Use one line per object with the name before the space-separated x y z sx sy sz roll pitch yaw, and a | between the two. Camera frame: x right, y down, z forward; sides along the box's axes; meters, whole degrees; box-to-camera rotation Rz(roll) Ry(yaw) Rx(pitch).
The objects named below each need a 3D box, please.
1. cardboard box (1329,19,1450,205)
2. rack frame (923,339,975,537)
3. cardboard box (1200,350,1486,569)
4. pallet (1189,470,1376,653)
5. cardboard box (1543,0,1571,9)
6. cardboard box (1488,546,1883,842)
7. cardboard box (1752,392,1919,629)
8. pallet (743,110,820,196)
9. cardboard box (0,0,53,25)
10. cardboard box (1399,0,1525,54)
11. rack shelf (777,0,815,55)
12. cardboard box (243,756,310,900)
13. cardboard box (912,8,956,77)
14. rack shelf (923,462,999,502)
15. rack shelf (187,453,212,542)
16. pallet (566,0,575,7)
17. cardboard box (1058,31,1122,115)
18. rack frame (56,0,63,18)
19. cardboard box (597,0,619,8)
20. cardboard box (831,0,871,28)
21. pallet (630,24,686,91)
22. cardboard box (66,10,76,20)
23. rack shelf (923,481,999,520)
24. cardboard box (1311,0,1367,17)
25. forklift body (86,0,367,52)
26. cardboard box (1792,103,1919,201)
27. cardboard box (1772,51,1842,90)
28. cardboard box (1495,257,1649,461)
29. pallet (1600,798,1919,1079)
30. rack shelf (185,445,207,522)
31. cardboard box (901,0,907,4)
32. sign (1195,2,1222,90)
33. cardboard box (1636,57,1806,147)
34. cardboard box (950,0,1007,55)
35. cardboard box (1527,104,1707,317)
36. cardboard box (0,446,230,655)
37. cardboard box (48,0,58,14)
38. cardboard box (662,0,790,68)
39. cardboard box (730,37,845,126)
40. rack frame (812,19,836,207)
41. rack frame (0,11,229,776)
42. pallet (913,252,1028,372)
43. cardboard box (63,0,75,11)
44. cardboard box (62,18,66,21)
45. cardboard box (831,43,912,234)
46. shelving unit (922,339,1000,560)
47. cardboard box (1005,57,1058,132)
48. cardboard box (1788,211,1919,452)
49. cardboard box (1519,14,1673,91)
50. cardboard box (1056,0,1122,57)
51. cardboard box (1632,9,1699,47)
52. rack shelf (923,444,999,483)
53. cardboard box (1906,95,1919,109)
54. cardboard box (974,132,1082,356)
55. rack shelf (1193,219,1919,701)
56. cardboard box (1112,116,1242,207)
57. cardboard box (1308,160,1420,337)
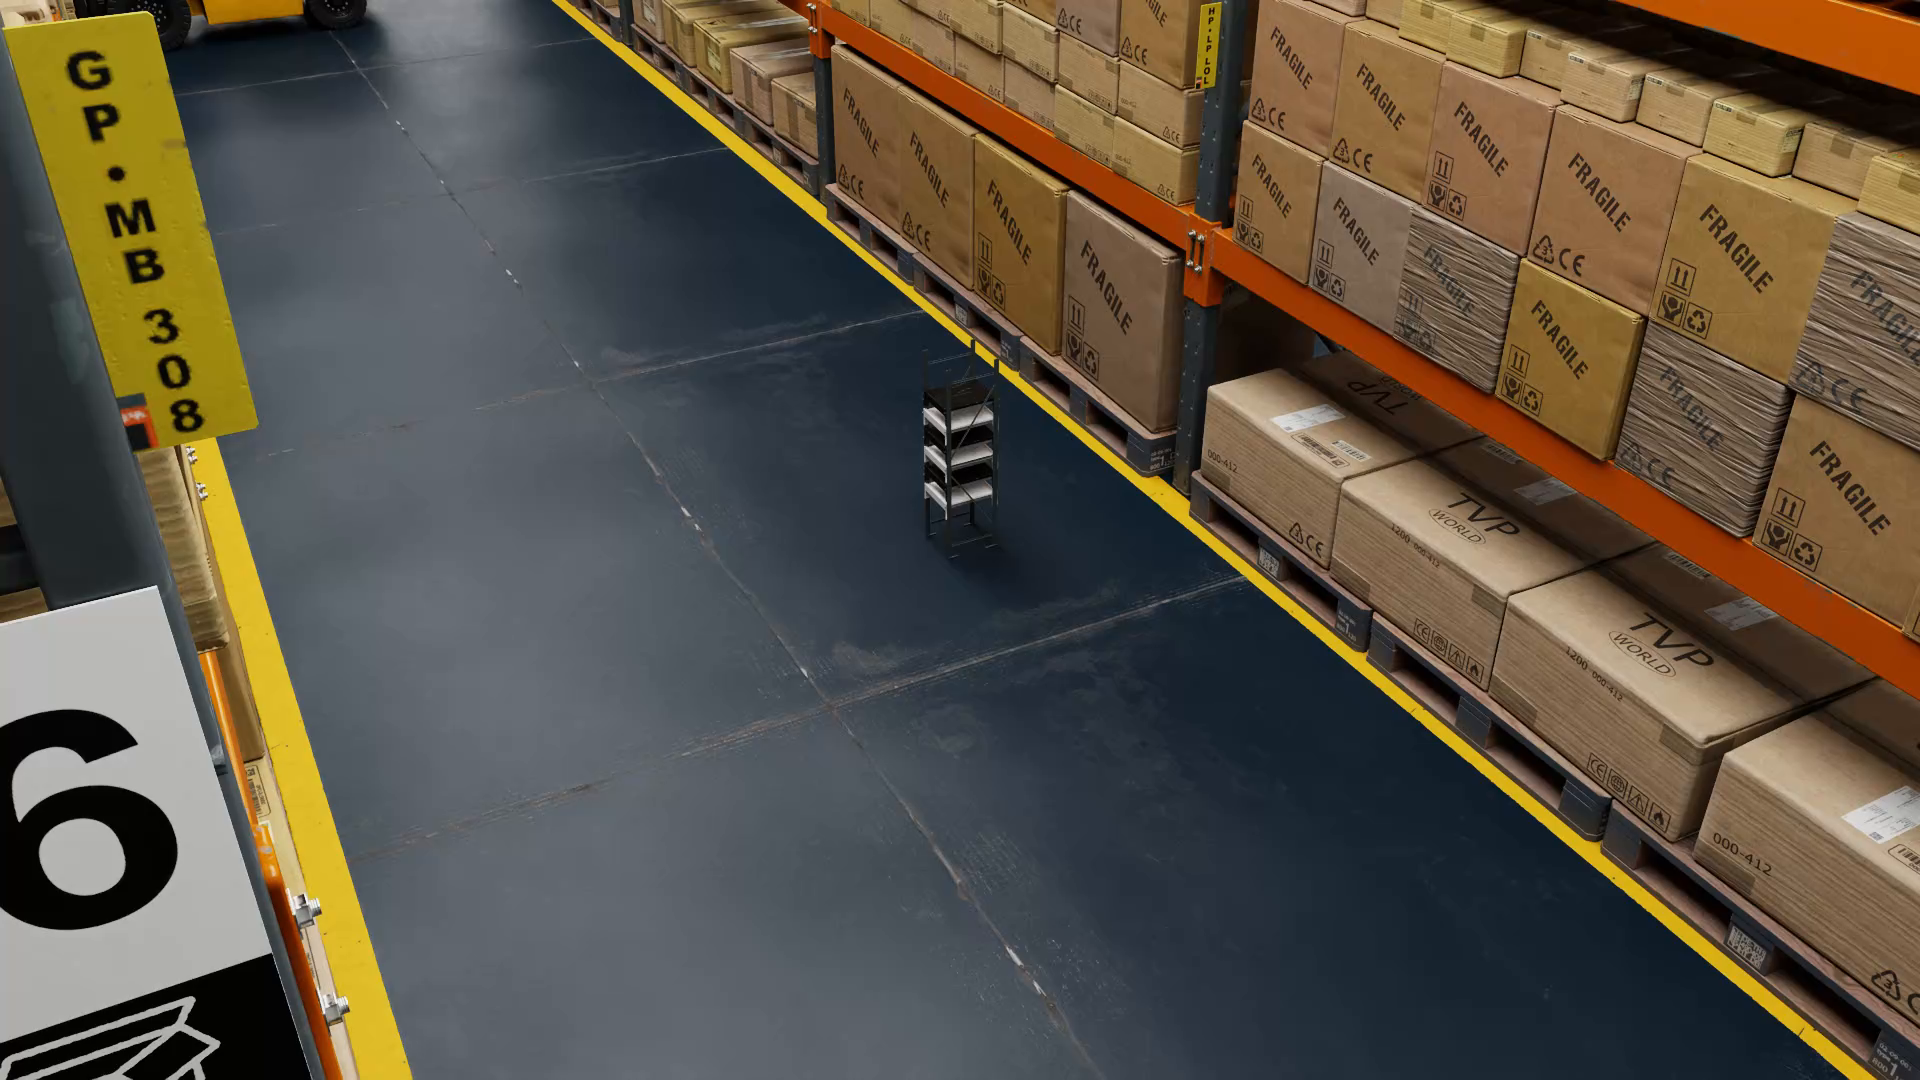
cardboard box | 1.681 -1.539 5.852 0.500 0.500 0.500 -16 36 -24
rack frame | -0.044 -0.424 7.077 0.240 0.900 0.006 -16 36 -23
cardboard box | 1.641 -0.378 7.045 0.875 0.438 0.875 -16 36 -24
pallet | 1.729 -0.050 7.132 1.003 0.211 1.213 -16 36 -23
cardboard box | 2.137 -1.885 5.791 0.380 0.149 0.250 -16 36 -23
cardboard box | 2.478 0.480 5.706 0.875 0.438 0.875 -15 36 -22
cardboard box | 2.629 -0.147 4.605 0.500 0.500 0.500 -17 36 -24
pallet | -0.785 -2.714 11.291 1.003 0.211 1.213 -16 36 -23
cardboard box | -1.286 -0.505 1.877 0.500 0.250 0.500 -16 36 -23
cardboard box | 1.713 -1.763 5.600 0.380 0.149 0.250 -16 36 -23
rack shelf | -1.354 -4.167 11.640 1.077 0.370 4.000 -16 36 -23
cardboard box | -1.529 0.725 3.201 0.500 0.250 0.500 -17 36 -24
cardboard box | 0.079 -2.663 8.765 0.500 0.250 0.500 -15 35 -22
rack shelf | 0.004 -0.271 7.068 0.258 0.077 0.200 -16 36 -23
rack shelf | -2.013 0.901 3.730 1.077 0.370 4.000 -16 36 -23
pallet | -3.204 -5.145 15.084 1.003 0.211 1.213 -16 36 -23
cardboard box | 0.783 -2.140 7.485 0.500 0.250 0.500 -15 36 -22
rack frame | -4.811 -2.265 8.005 1.000 3.000 0.127 -16 36 -23
cardboard box | -2.800 -4.658 13.899 0.500 0.250 0.500 -14 35 -21
cardboard box | -0.416 -3.155 9.534 0.500 0.250 0.500 -17 36 -24
pallet | -1.922 -3.879 13.109 1.003 0.211 1.213 -16 36 -23
cardboard box | -6.628 -3.712 11.960 0.500 0.250 0.500 -16 36 -23
rack shelf | 0.004 -0.195 7.116 0.258 0.077 0.200 -16 36 -23
cardboard box | 1.495 -2.008 5.984 0.380 0.149 0.250 -15 36 -22
forklift body | -6.043 -5.279 13.497 2.313 2.155 1.214 -16 36 -23
cardboard box | 2.489 -1.045 4.480 0.380 0.149 0.250 -16 36 -24
cardboard box | 2.702 -1.423 5.070 0.380 0.149 0.250 -17 36 -24
cardboard box | 2.128 -0.633 5.364 0.500 0.500 0.500 -15 35 -22
pallet | 2.866 1.115 5.314 1.003 0.211 1.213 -16 36 -23
rack shelf | -3.878 -1.008 6.709 1.077 0.370 4.000 -16 36 -23
cardboard box | -0.164 -3.112 9.002 0.500 0.250 0.500 -15 36 -22
sign | 0.968 -1.919 6.466 0.100 0.325 0.005 -16 36 -23
cardboard box | 2.215 -1.280 4.846 0.380 0.149 0.250 -15 35 -22
cardboard box | 0.282 -2.625 8.243 0.500 0.250 0.500 -15 36 -22
cardboard box | 2.143 -1.050 5.089 0.500 0.500 0.500 -16 36 -23
cardboard box | -1.046 -0.053 1.635 0.500 0.250 0.500 -16 36 -24
cardboard box | -2.248 -1.269 3.532 0.500 0.250 0.500 -17 36 -25
cardboard box | -1.702 -3.903 12.608 0.950 0.372 0.625 -14 35 -20
cardboard box | -1.027 -3.208 11.523 0.950 0.372 0.625 -17 36 -24
rack frame | -0.422 -3.515 9.956 1.000 3.000 0.127 -16 36 -23
rack frame | -1.081 -0.973 0.427 1.000 3.000 0.127 -16 36 -23
pallet | 0.444 -1.365 9.184 1.003 0.211 1.213 -16 36 -23
cardboard box | -6.624 -3.924 11.827 0.500 0.250 0.500 -16 36 -24
cardboard box | -3.886 -1.753 6.720 0.797 0.503 0.637 -17 36 -24
cardboard box | -0.173 -2.447 9.869 0.875 0.875 0.875 -16 36 -24
shelving unit | 0.004 -0.375 7.001 0.258 0.900 0.210 -16 36 -23
cardboard box | 0.556 -2.183 8.016 0.500 0.250 0.500 -17 36 -24
cardboard box | 2.603 -0.573 4.344 0.500 0.500 0.500 -16 36 -23
cardboard box | 2.001 -1.530 5.236 0.380 0.149 0.250 -16 36 -23
cardboard box | 0.765 -2.465 7.297 0.500 0.500 0.500 -15 36 -22
cardboard box | 2.409 -1.650 5.424 0.380 0.149 0.250 -17 36 -24
rack shelf | 0.004 -0.347 7.019 0.258 0.077 0.200 -16 36 -23
cardboard box | 2.875 -1.166 4.668 0.380 0.149 0.250 -16 36 -23
cardboard box | 0.656 -1.593 8.537 0.875 0.875 0.875 -15 36 -22
rack shelf | 2.376 -0.349 5.681 1.077 0.370 4.000 -16 36 -23
cardboard box | 1.011 -1.694 7.252 0.500 0.250 0.500 -17 36 -24
cardboard box | 1.662 -1.118 6.121 0.500 0.500 0.500 -16 36 -23
